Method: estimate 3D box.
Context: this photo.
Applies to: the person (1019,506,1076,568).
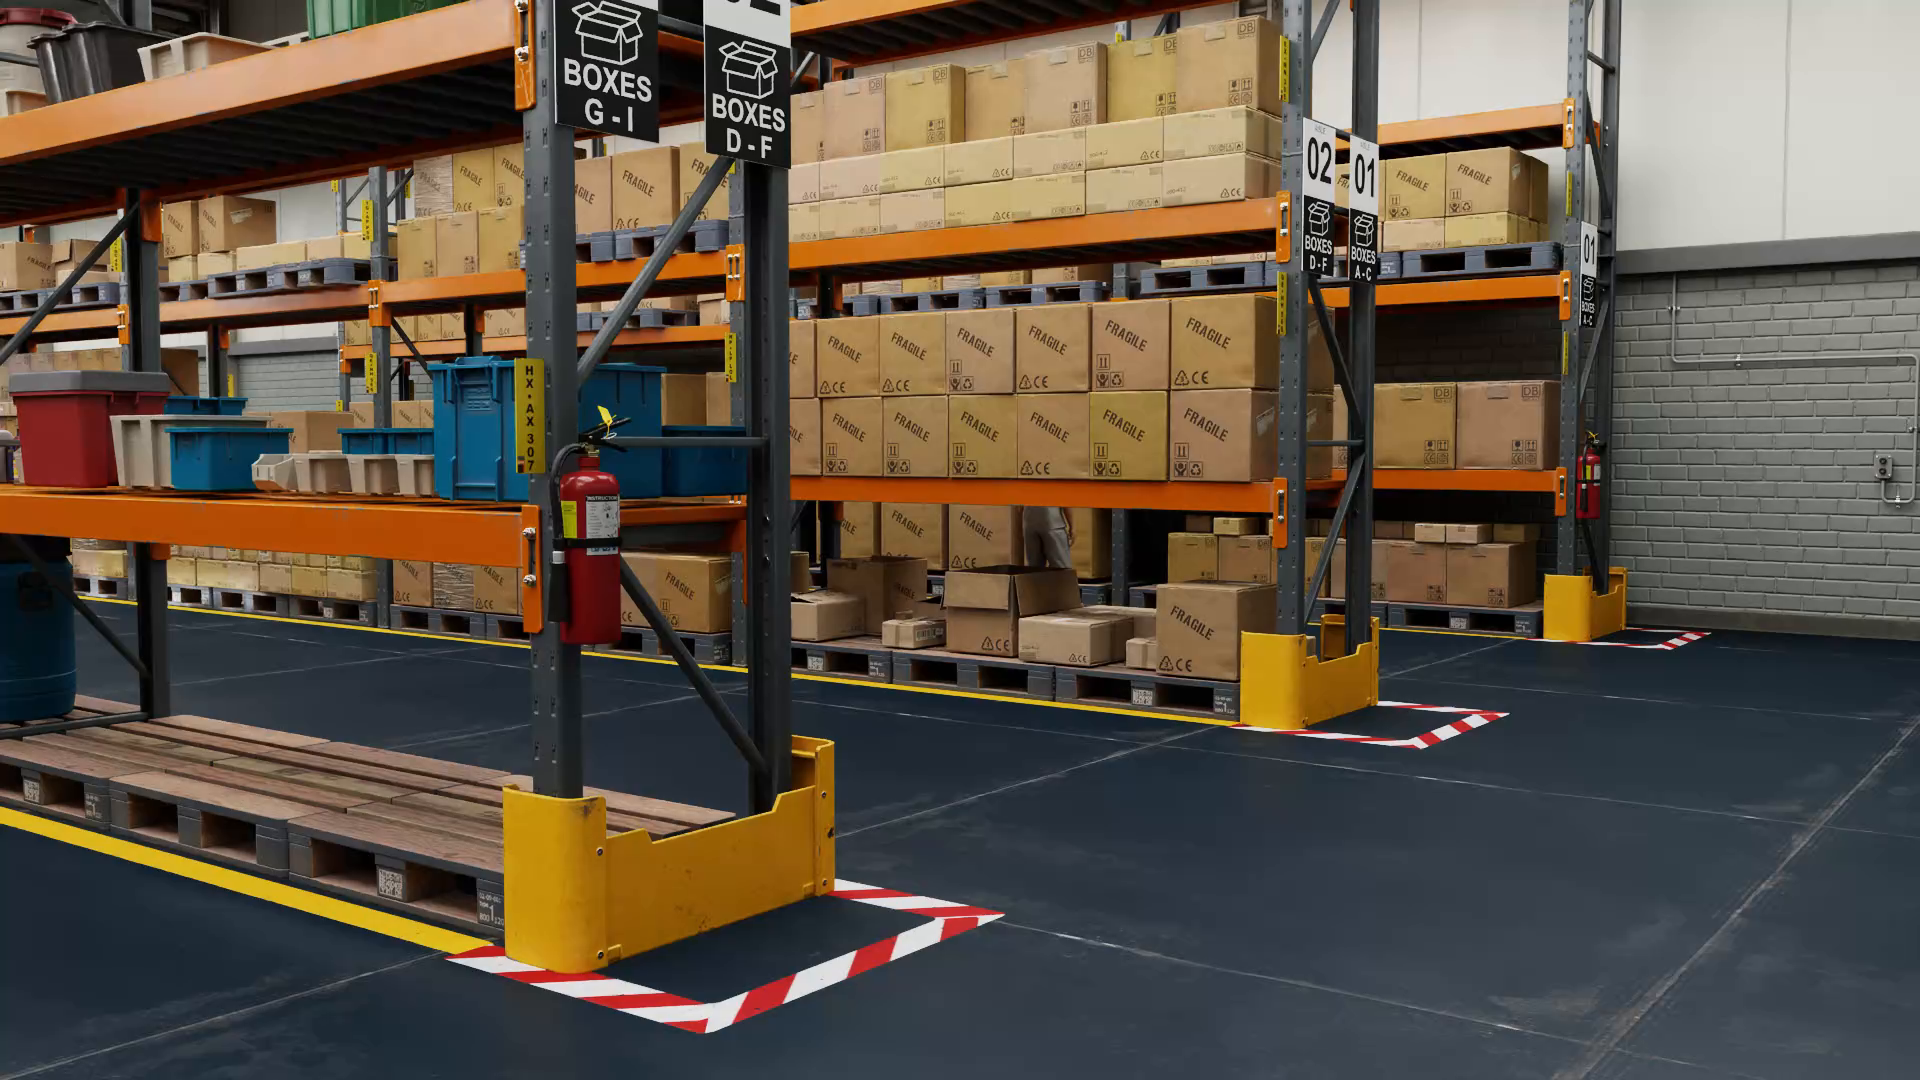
[{"bbox_3d":[0.673,-0.069,12.832,0.485,1.672,0.360,2,4,36],"label":"person"}]
